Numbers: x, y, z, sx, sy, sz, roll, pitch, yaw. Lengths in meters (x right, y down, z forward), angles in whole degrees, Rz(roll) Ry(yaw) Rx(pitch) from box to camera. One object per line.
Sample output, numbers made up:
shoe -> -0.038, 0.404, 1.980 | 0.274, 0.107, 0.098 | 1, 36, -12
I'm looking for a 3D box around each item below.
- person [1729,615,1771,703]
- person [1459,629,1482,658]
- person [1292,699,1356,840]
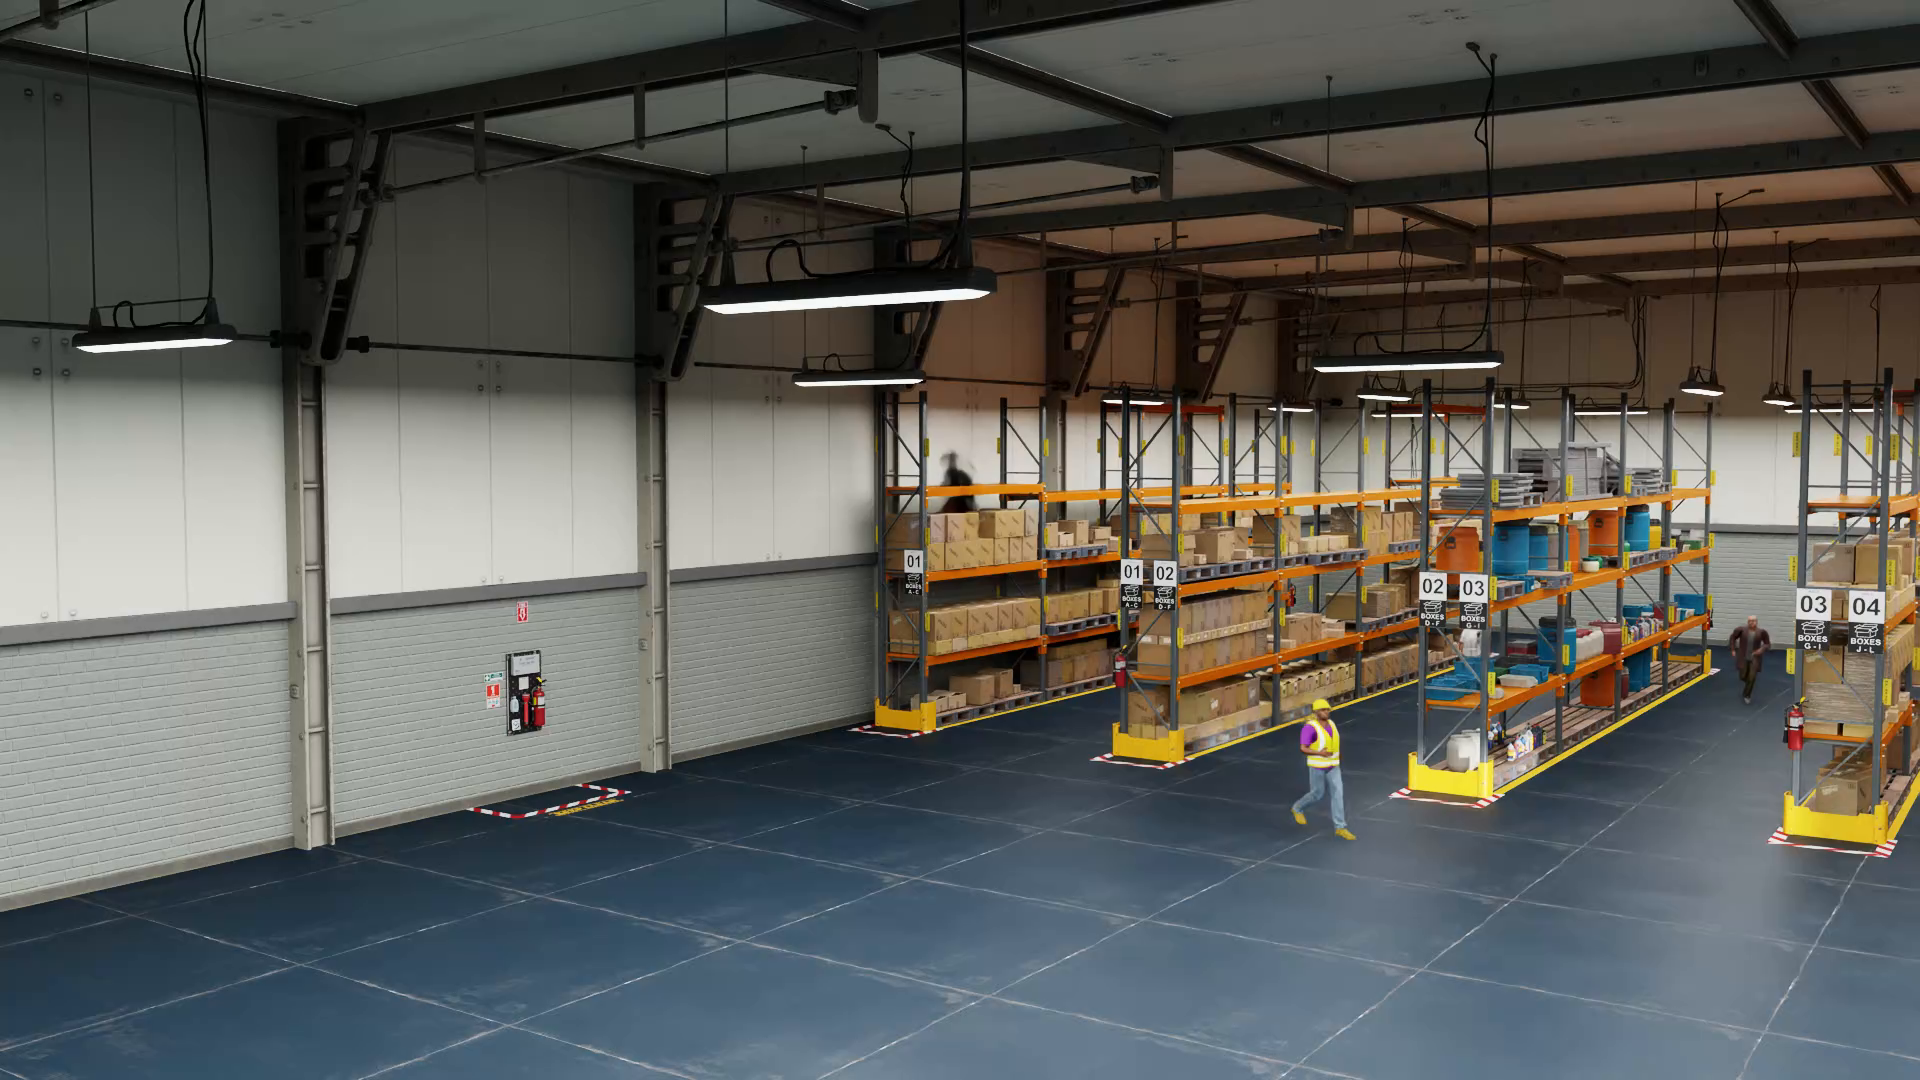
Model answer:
person -> 15.547, 2.341, 32.751 | 0.751, 1.735, 0.704 | 2, 4, 31
person -> 10.245, 2.339, 33.178 | 0.588, 1.696, 0.827 | 2, 4, 30
person -> 4.700, 2.918, 21.432 | 0.714, 1.744, 1.031 | -2, 4, -29
